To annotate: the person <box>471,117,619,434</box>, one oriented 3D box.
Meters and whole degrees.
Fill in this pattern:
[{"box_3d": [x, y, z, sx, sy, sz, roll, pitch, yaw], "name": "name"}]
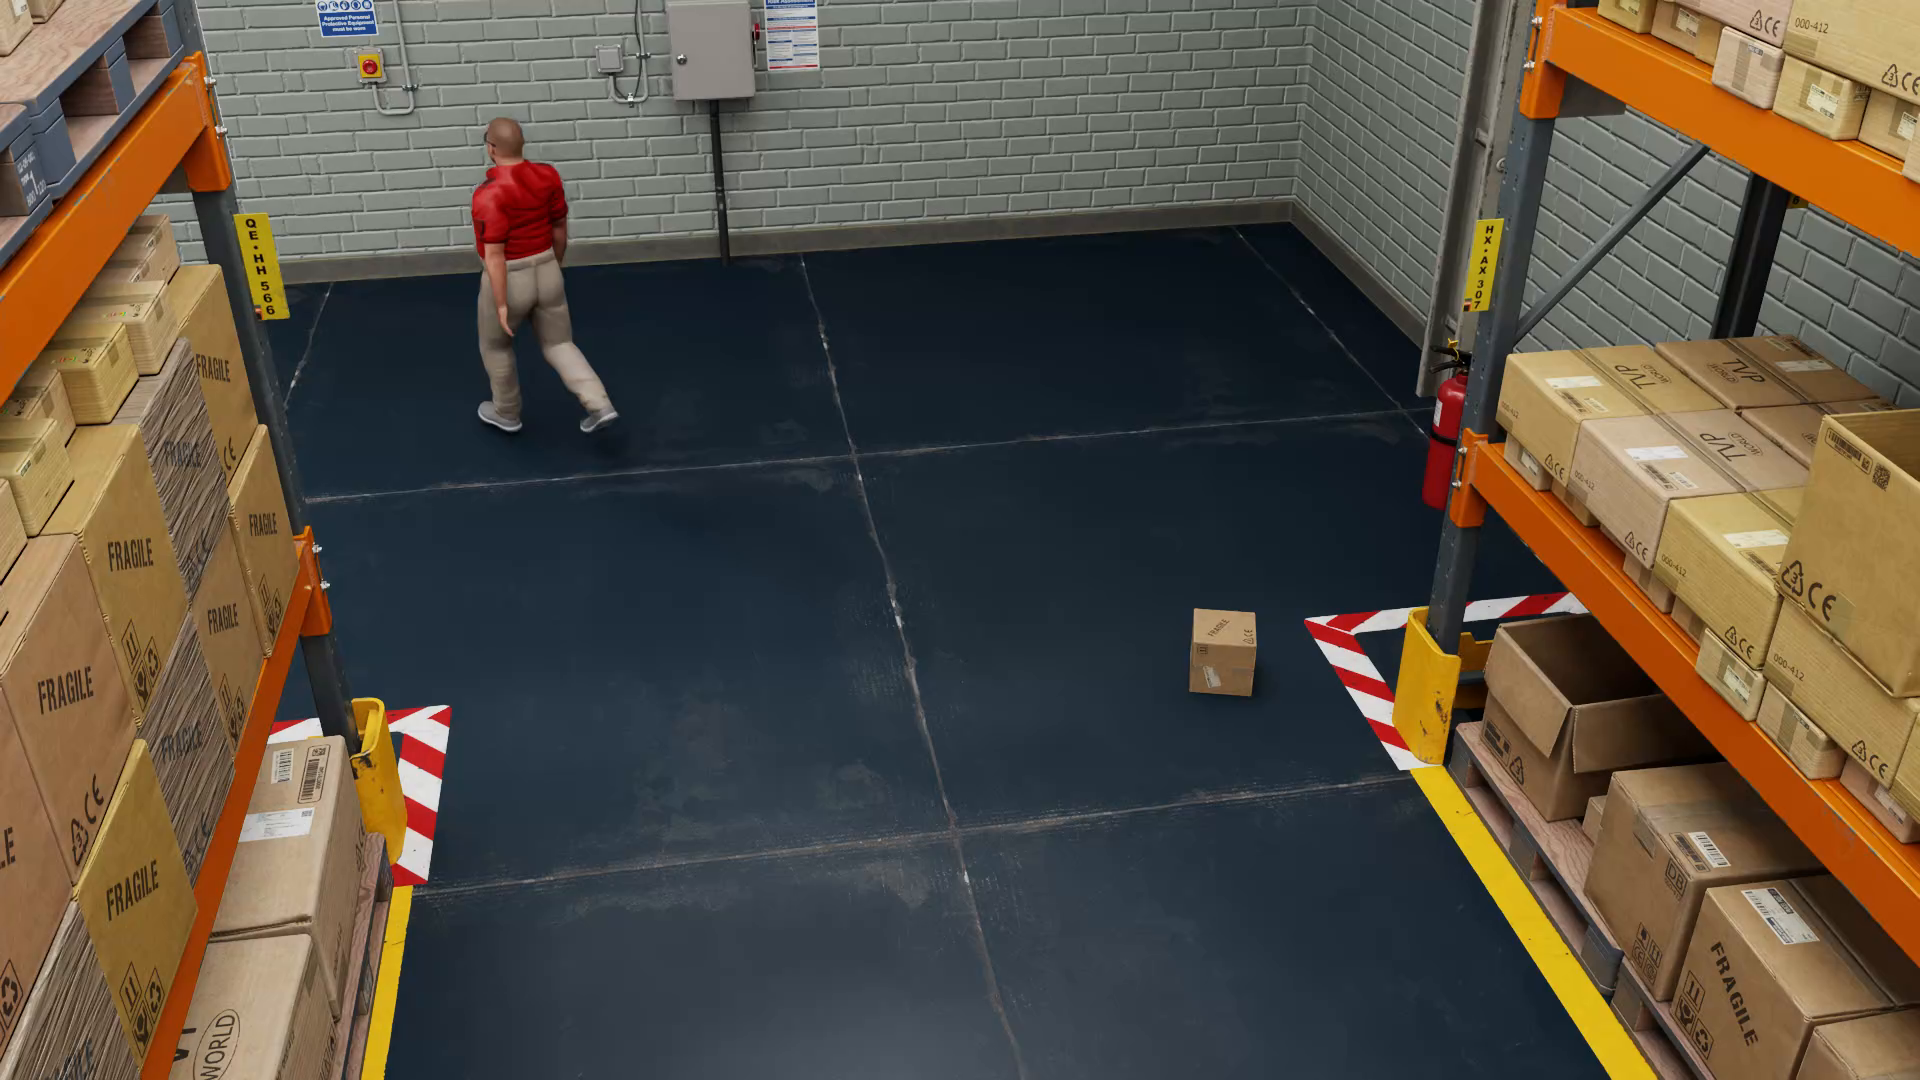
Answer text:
[{"box_3d": [-2.163, -1.291, 8.333, 0.928, 1.685, 0.541, 25, 39, 36], "name": "person"}]
